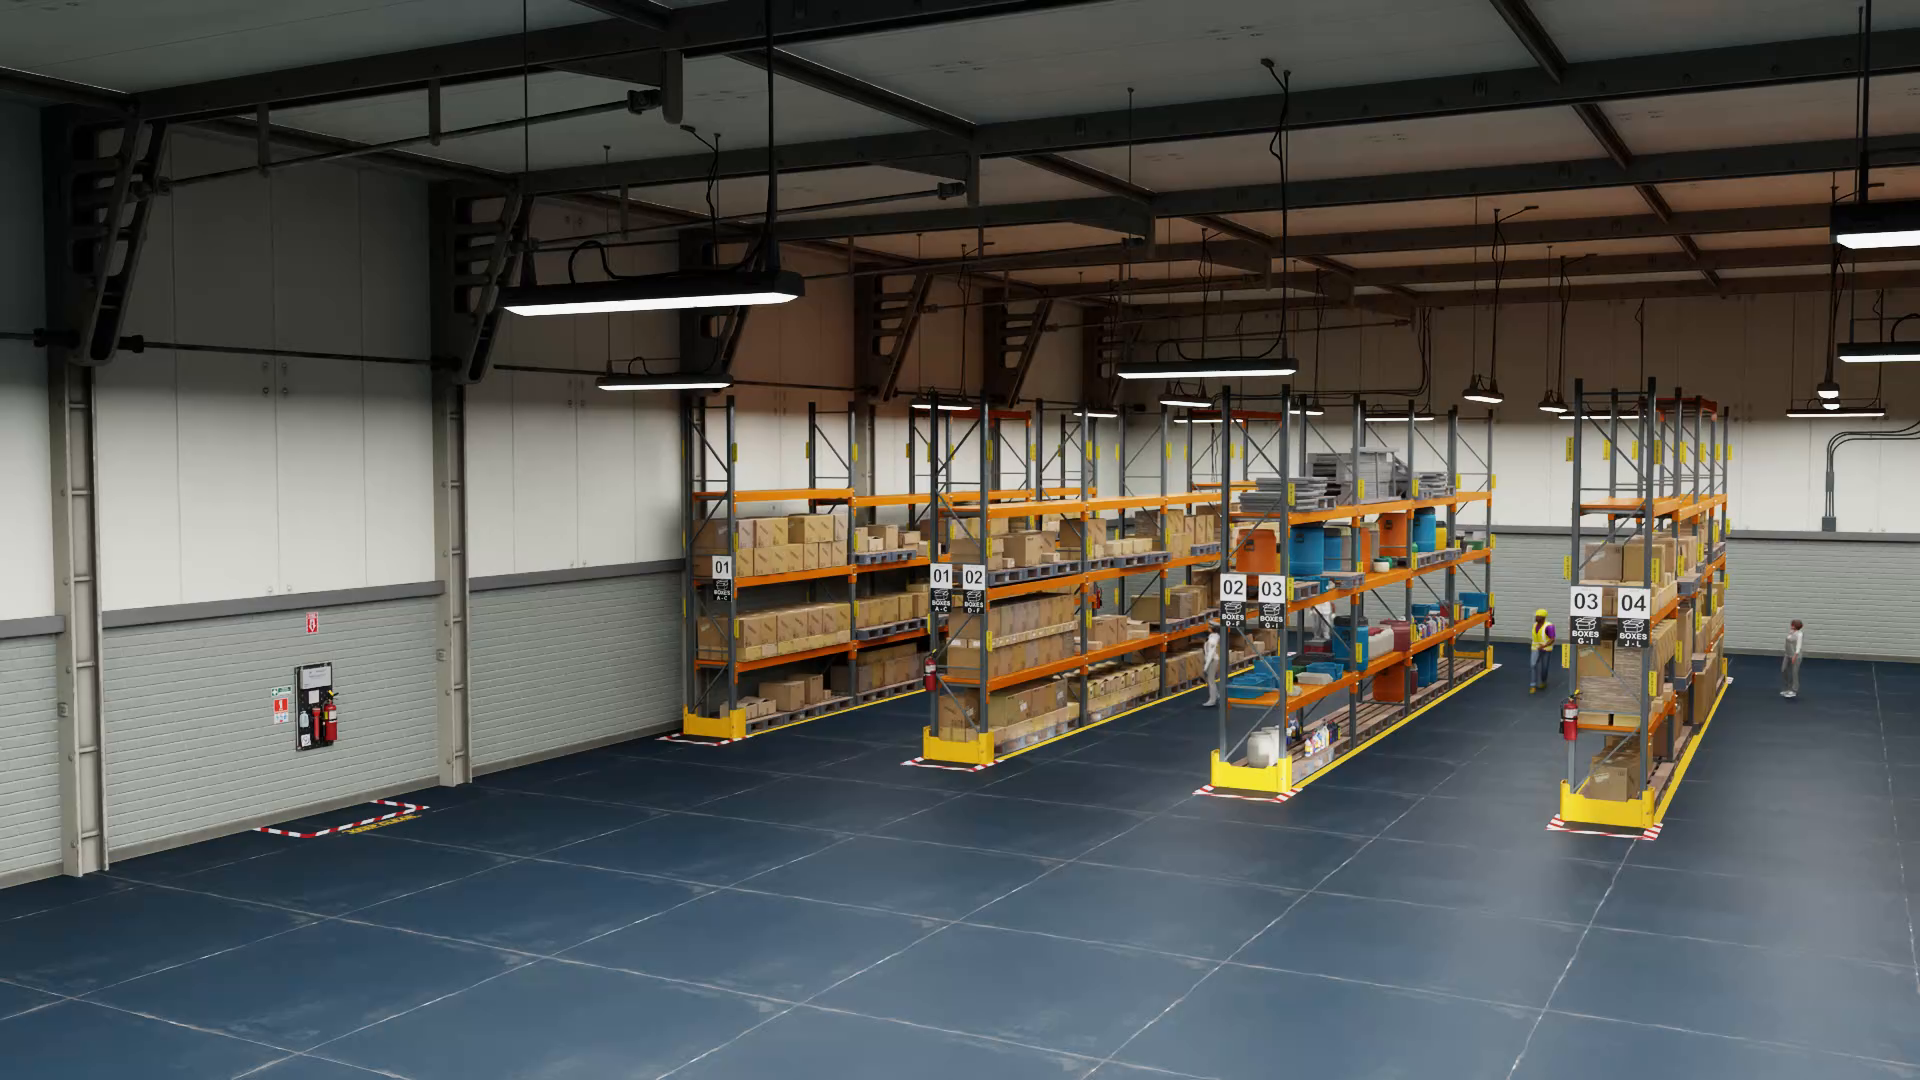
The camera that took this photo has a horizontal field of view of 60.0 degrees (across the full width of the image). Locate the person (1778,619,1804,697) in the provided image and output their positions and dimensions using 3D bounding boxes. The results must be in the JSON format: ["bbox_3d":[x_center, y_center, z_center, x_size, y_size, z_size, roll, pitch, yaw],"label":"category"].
[{"bbox_3d":[17.053,2.435,34.064,0.387,1.641,0.442,-1,3,-21],"label":"person"}]

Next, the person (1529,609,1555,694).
[{"bbox_3d":[12.211,2.318,34.830,0.491,1.746,0.994,1,3,26],"label":"person"}]

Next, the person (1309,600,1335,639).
[{"bbox_3d":[9.274,1.898,42.566,0.670,1.747,1.033,0,3,7],"label":"person"}]

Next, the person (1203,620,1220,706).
[{"bbox_3d":[4.977,2.432,32.948,0.396,1.695,0.571,0,3,1],"label":"person"}]
